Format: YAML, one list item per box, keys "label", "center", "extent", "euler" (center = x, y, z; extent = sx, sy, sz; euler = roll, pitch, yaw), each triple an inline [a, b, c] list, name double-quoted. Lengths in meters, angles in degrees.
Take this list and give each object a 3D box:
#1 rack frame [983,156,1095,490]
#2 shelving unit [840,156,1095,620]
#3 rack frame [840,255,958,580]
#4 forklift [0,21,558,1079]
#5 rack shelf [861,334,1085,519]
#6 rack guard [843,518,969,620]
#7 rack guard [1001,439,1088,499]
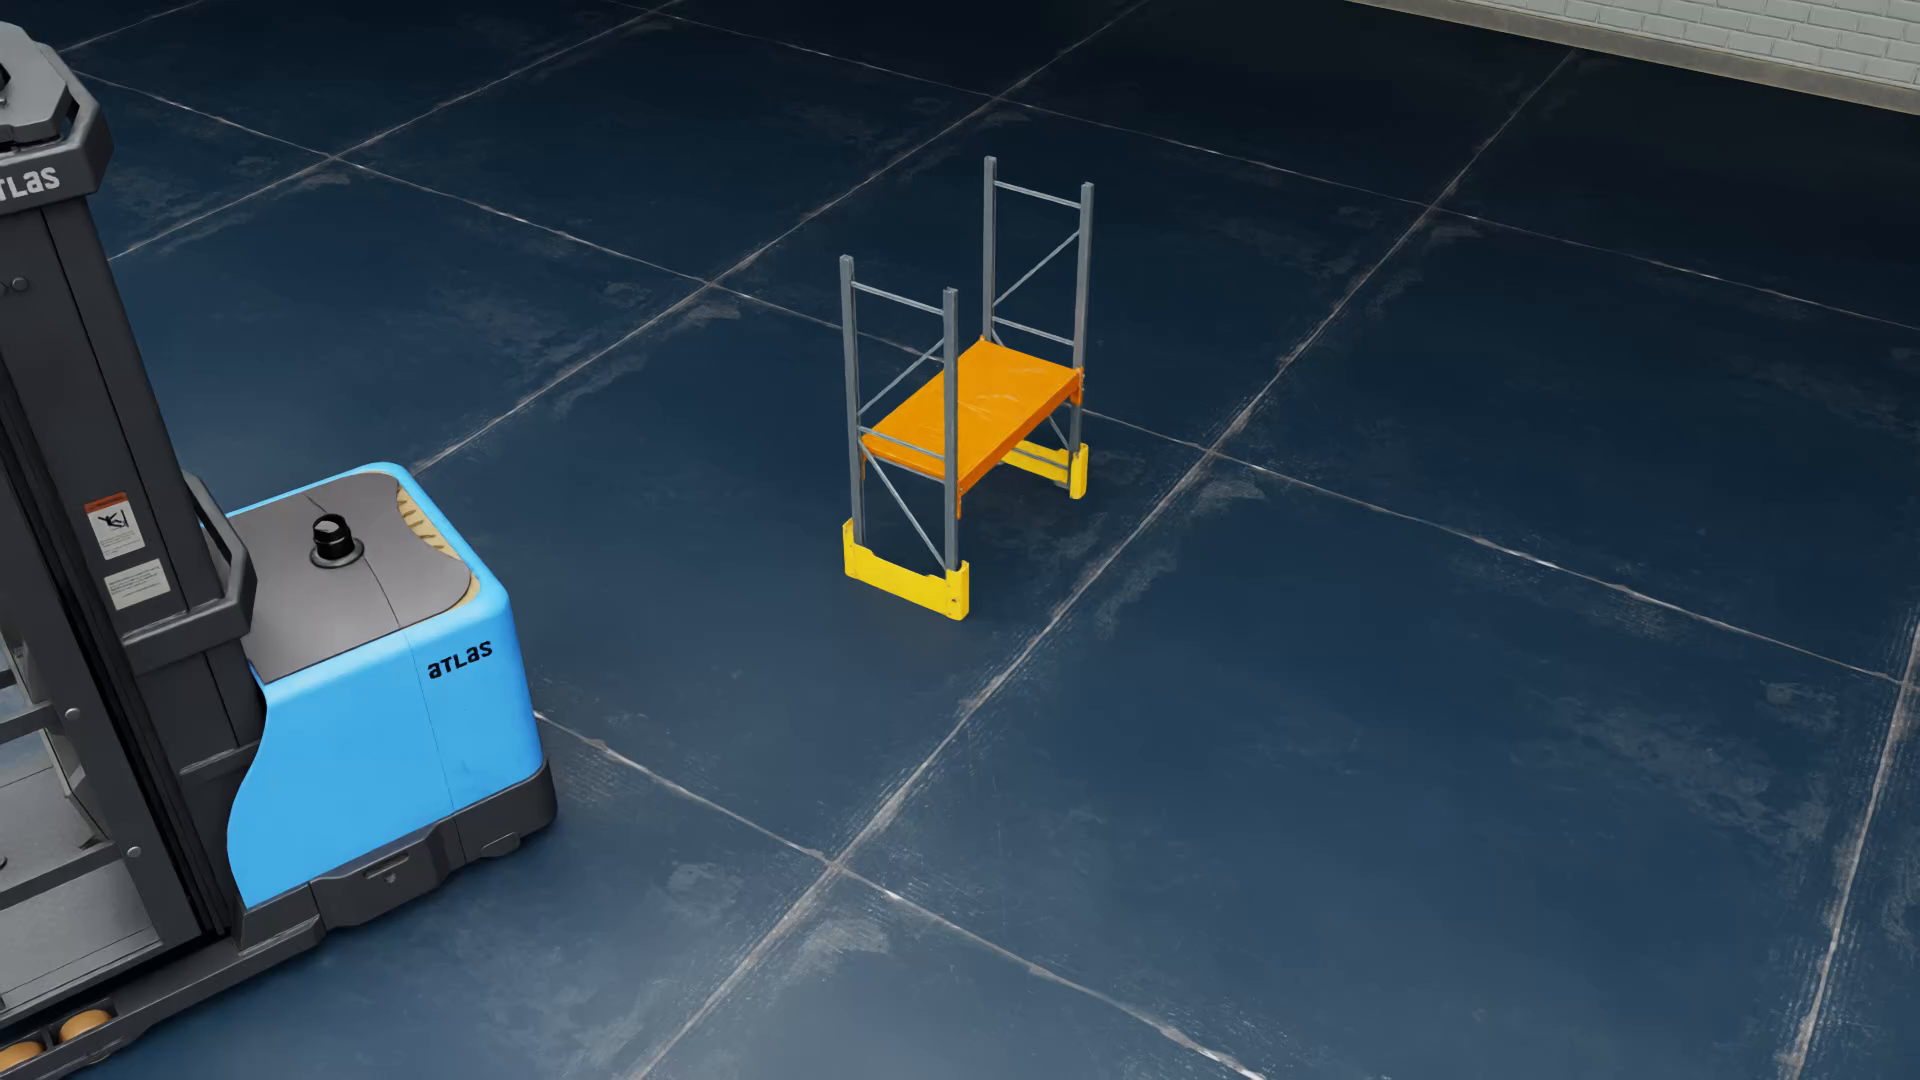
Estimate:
- label: "rack frame"
  center: [0.318, -0.900, 7.189]
  extent: [0.500, 1.500, 0.032]
  euler: [21, 42, 25]
- label: "shelving unit"
  center: [0.041, -0.633, 6.843]
  extent: [0.587, 1.500, 1.083]
  euler: [21, 42, 25]
- label: "rack frame"
  center: [-0.227, -0.376, 6.509]
  extent: [0.500, 1.500, 0.032]
  euler: [21, 42, 25]
- label: "forklift"
  center: [-2.913, 0.162, 4.639]
  extent: [3.031, 2.935, 1.130]
  euler: [-24, 44, -28]
- label: "rack shelf"
  center: [0.046, -0.496, 6.959]
  extent: [0.538, 0.185, 1.000]
  euler: [21, 42, 25]
- label: "rack guard"
  center: [-0.226, 0.118, 6.892]
  extent: [0.587, 0.250, 0.087]
  euler: [21, 42, 25]
- label: "rack guard"
  center: [0.308, -0.395, 7.558]
  extent: [0.587, 0.250, 0.087]
  euler: [21, 42, 25]
